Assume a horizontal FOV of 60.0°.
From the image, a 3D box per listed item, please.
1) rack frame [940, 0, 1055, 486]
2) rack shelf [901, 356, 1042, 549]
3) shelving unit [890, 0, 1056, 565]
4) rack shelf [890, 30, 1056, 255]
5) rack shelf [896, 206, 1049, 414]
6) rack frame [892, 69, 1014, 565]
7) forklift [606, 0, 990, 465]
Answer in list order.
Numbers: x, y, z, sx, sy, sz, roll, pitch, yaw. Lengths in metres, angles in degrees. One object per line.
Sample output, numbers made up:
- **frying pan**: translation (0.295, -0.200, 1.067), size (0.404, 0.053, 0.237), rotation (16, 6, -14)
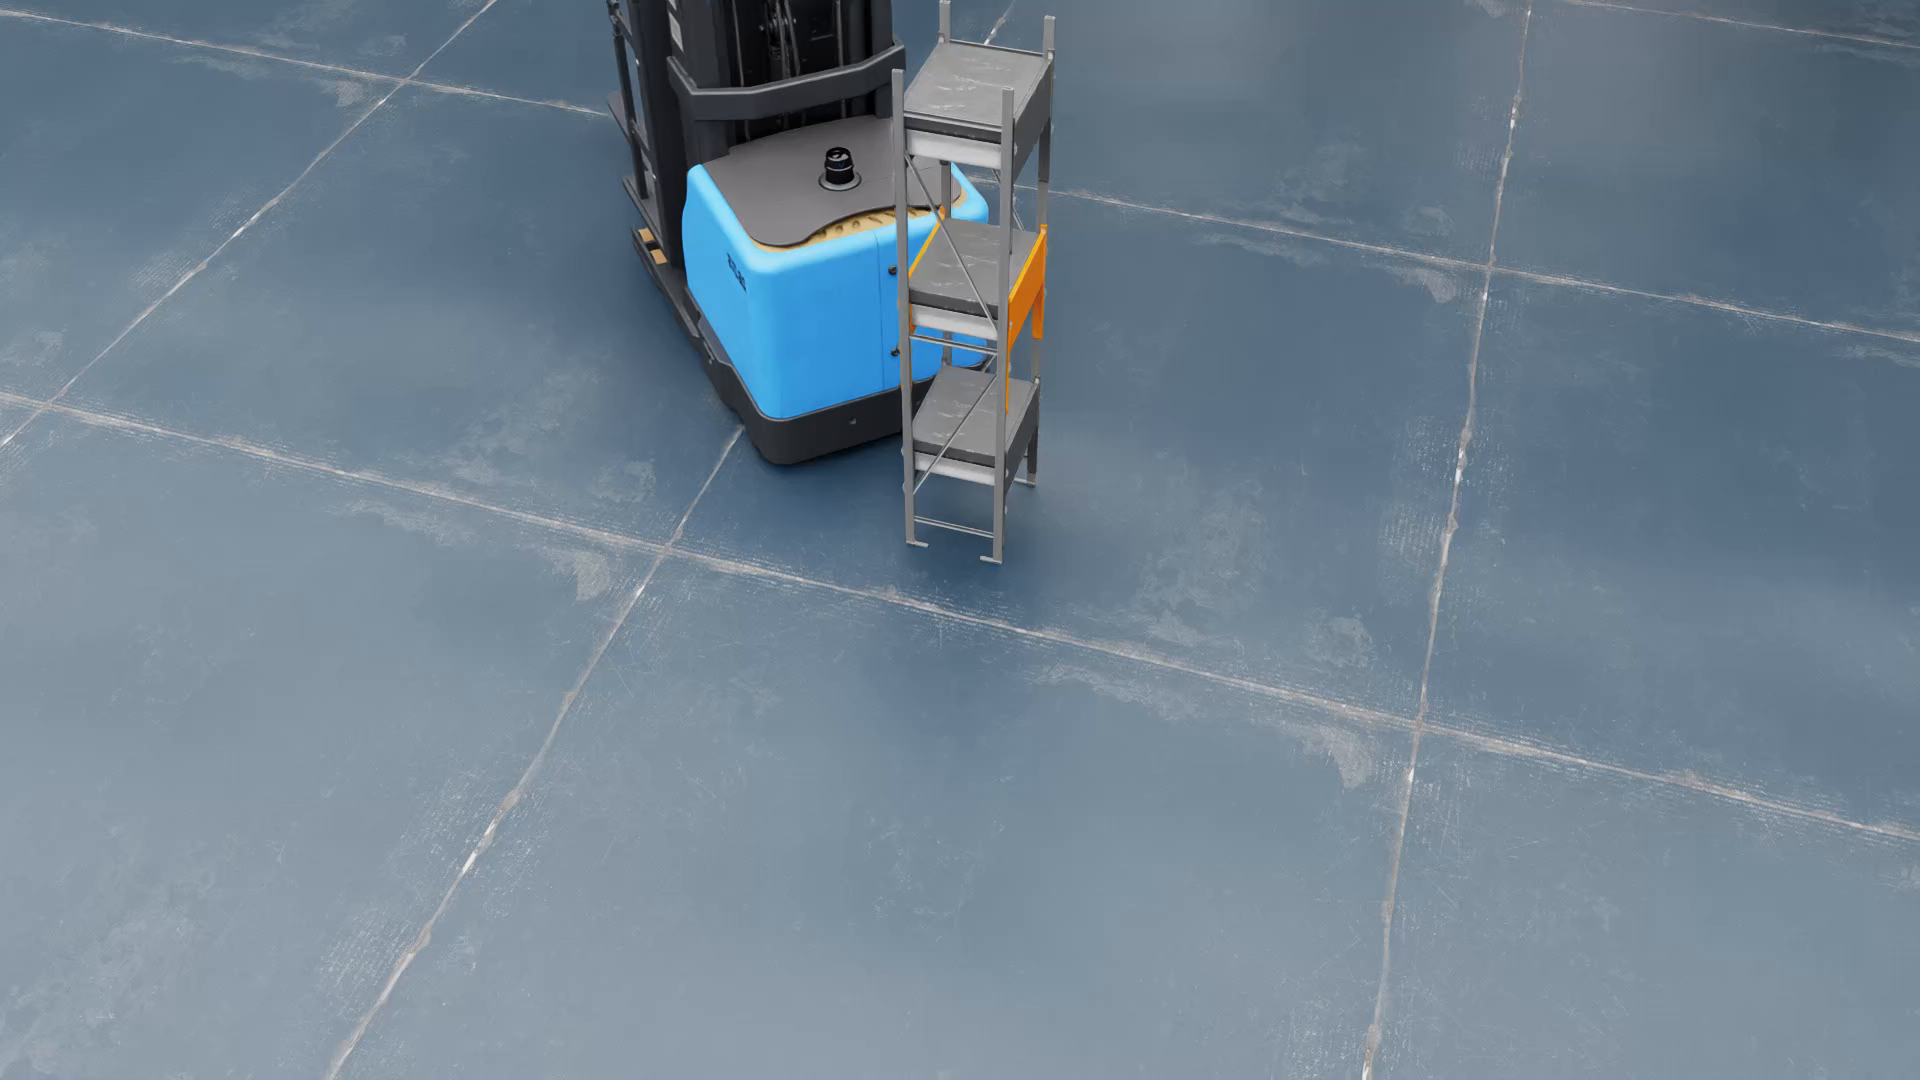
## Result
- **rack frame**: translation (0.124, -1.023, 6.295), size (0.400, 2.100, 0.015), rotation (13, 46, 12)
- **rack shelf**: translation (0.050, -0.351, 6.628), size (0.431, 0.518, 0.480), rotation (13, 46, 12)
- **shelving unit**: translation (0.050, -0.861, 6.128), size (0.431, 2.100, 0.503), rotation (13, 46, 12)
- **rack shelf**: translation (0.050, -1.351, 5.648), size (0.431, 0.518, 0.480), rotation (13, 46, 12)
- **rack shelf**: translation (0.050, -0.851, 6.138), size (0.431, 0.518, 0.480), rotation (13, 46, 12)
- **rack frame**: translation (-0.024, -0.698, 5.962), size (0.400, 2.100, 0.015), rotation (13, 46, 12)
- **forklift**: translation (-0.947, -2.402, 7.109), size (1.130, 2.935, 3.031), rotation (-18, 47, -17)
